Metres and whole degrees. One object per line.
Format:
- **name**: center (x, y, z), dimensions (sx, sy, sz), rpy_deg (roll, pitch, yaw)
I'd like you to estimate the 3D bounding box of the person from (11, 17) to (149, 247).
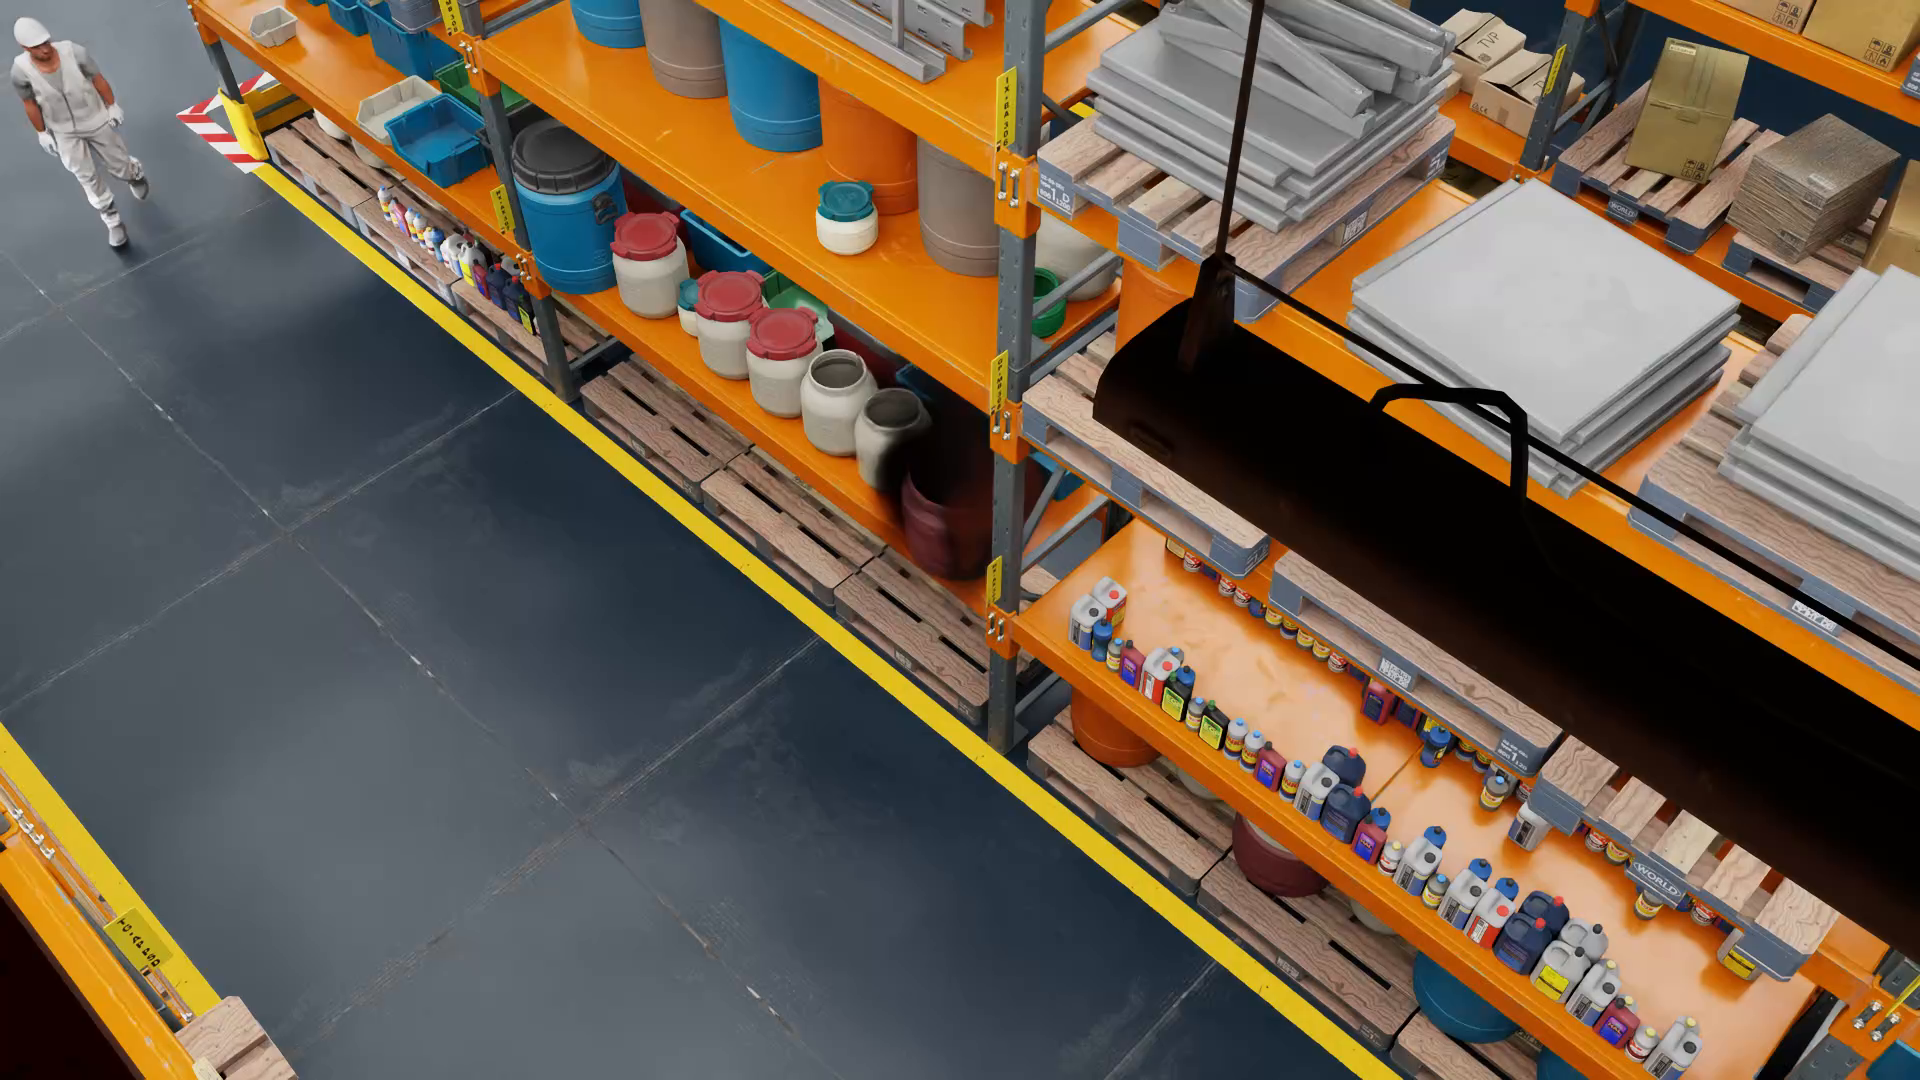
- **person**: center (-6.202, -2.958, 11.708), dimensions (0.557, 1.778, 0.682), rpy_deg (-11, 51, -9)
